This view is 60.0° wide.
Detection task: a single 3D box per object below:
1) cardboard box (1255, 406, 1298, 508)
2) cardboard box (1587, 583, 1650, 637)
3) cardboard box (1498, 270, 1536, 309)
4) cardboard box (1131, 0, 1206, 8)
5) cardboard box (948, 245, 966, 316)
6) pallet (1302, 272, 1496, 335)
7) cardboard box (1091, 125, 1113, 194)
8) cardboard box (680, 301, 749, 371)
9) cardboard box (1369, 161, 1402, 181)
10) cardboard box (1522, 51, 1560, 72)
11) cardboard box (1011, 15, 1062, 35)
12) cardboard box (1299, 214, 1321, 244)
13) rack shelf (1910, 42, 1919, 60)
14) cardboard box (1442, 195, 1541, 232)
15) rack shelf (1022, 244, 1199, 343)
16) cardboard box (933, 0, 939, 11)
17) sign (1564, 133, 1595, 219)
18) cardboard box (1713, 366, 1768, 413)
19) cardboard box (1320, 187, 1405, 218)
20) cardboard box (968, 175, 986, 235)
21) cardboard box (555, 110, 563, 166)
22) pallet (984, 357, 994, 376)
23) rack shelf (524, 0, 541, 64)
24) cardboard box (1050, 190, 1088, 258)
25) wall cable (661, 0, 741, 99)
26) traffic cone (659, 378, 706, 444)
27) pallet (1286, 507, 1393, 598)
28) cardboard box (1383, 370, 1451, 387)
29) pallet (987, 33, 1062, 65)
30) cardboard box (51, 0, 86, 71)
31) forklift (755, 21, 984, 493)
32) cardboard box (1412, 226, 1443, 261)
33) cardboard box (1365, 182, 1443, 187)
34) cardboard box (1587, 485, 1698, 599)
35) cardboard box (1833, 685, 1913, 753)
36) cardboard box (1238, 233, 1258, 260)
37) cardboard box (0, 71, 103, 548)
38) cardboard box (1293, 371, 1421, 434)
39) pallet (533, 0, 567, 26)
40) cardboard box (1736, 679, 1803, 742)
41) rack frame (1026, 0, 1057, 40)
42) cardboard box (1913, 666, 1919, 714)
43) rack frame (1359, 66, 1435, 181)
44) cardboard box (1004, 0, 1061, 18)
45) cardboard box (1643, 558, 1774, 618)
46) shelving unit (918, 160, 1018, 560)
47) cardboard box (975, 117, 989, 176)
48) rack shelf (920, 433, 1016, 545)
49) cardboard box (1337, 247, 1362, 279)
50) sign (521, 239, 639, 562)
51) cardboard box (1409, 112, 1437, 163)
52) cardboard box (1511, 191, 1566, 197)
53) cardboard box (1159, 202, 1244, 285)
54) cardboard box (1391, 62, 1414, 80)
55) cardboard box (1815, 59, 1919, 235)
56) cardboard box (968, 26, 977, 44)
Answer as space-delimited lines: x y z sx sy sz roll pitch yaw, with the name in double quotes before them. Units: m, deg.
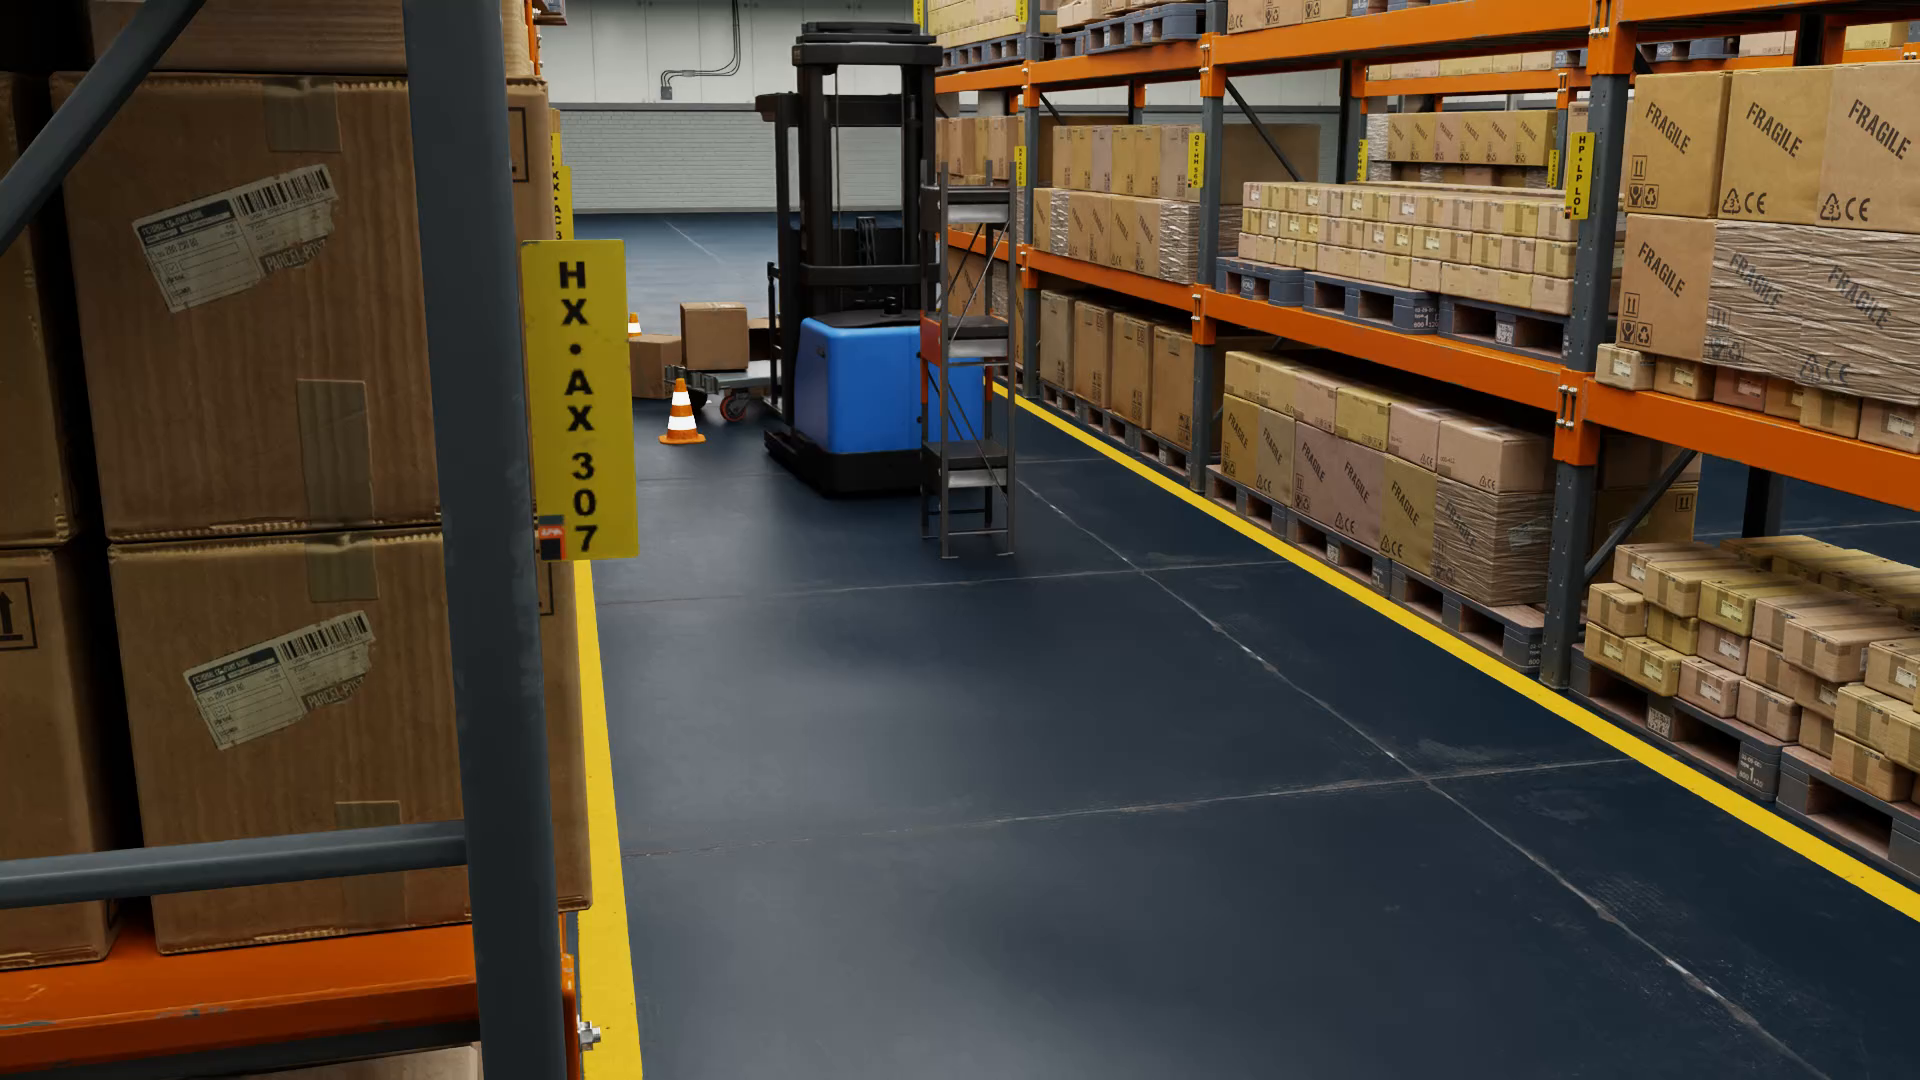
"cardboard box" 2.025 -0.491 9.498 0.500 0.500 0.500 -3 14 -13
"cardboard box" 2.699 0.266 6.512 0.380 0.149 0.250 -3 14 -11
"cardboard box" 2.577 -1.094 7.229 0.380 0.149 0.250 -3 14 -13
"cardboard box" 1.448 -3.685 10.963 0.500 0.311 0.500 -3 14 -13
"cardboard box" 0.330 -2.659 17.582 0.875 0.875 0.875 -3 14 -13
"pallet" 2.490 -1.247 8.614 1.003 0.211 1.213 -3 14 -13
"cardboard box" 1.409 -2.902 12.668 0.700 0.500 0.500 -3 14 -13
"cardboard box" -2.019 -1.678 13.645 0.500 0.500 0.500 -3 14 -13
"cardboard box" 5.054 -3.958 18.469 0.875 0.500 0.500 -3 14 -13
"cardboard box" 5.530 -4.445 15.297 0.500 0.250 0.500 -3 14 -11
"cardboard box" 0.650 -4.371 14.111 0.380 0.149 0.250 -3 14 -13
"cardboard box" 2.095 -1.716 9.149 0.380 0.149 0.250 -3 14 -13
"rack shelf" 7.300 -2.694 9.328 1.077 0.370 4.000 -3 14 -13
"cardboard box" 2.456 -1.506 7.664 0.380 0.149 0.250 -3 14 -13
"rack shelf" 1.516 -1.906 12.425 1.077 0.370 4.000 -3 14 -13
"cardboard box" -0.066 -5.462 16.898 0.380 0.149 0.250 -3 14 -13
"sign" 2.386 -1.402 6.407 0.100 0.325 0.005 -3 14 -13
"cardboard box" 2.920 -0.552 5.895 0.380 0.149 0.250 -4 14 -16
"cardboard box" 2.152 -1.806 8.889 0.380 0.149 0.250 -3 14 -11
"cardboard box" 0.562 -3.248 16.085 0.875 0.550 0.500 -3 14 -13
"cardboard box" -4.018 -3.685 15.244 0.700 0.500 0.500 -3 14 -14
"pallet" 0.653 -1.824 16.449 1.003 0.211 1.213 -3 14 -13
"rack shelf" -1.393 -1.219 3.290 1.077 0.370 4.000 -3 14 -13
"cardboard box" 1.027 -2.513 13.182 0.500 0.500 0.500 -3 14 -13
"wall cable" -7.438 -15.618 47.228 2.305 6.003 0.169 -3 14 -13
"traffic cone" -2.090 -0.978 12.453 0.336 0.463 0.334 -3 14 -13
"pallet" 2.451 0.022 8.894 1.003 0.211 1.213 -3 14 -13
"cardboard box" 2.634 -0.771 9.065 0.500 0.250 0.500 -3 14 -12
"pallet" 0.864 -4.320 14.658 1.003 0.211 1.213 -3 14 -13
"cardboard box" -1.285 -0.628 1.992 0.380 0.149 0.250 -3 14 -12
"forklift" -0.775 -2.029 11.555 1.130 2.935 3.031 -4 14 -18
"cardboard box" 2.393 -1.420 7.936 0.380 0.149 0.250 -4 14 -16
"cardboard box" 2.603 -2.020 9.765 0.380 0.149 0.250 -3 14 -14
"cardboard box" 3.009 -0.047 7.679 0.500 0.500 0.500 -3 14 -11
"cardboard box" 3.038 0.563 5.298 0.380 0.149 0.250 -3 14 -14
"cardboard box" 1.894 -1.762 9.963 0.380 0.149 0.250 -3 14 -14
"cardboard box" -1.268 -0.282 1.943 0.500 0.500 0.500 -3 14 -11
"cardboard box" 2.135 -0.744 8.954 0.500 0.250 0.500 -3 14 -13
"pallet" -2.600 -2.715 8.297 1.213 0.211 1.003 -3 14 -11
"cardboard box" 2.978 0.583 5.843 0.380 0.149 0.250 -4 14 -14
"rack frame" 1.046 -5.631 13.516 1.000 3.000 0.127 -3 14 -13
"cardboard box" 3.147 0.473 5.038 0.380 0.149 0.250 -3 14 -13
"rack frame" 4.952 -3.893 19.041 1.000 3.000 0.127 -3 14 -13
"cardboard box" 0.681 -4.598 14.199 0.500 0.250 0.500 -3 14 -14
"cardboard box" 2.811 0.178 6.246 0.380 0.149 0.250 -3 14 -10
"shelving unit" 0.039 -0.982 9.022 0.431 2.100 0.503 -3 14 -13
"cardboard box" 0.625 -3.776 15.971 0.875 0.550 0.500 -3 14 -13
"rack shelf" 0.039 -0.289 9.191 0.431 0.518 0.480 -3 14 -13
"cardboard box" 2.208 -1.456 8.711 0.380 0.149 0.250 -3 14 -12
"sign" -0.383 -0.138 1.681 0.100 0.325 0.005 -3 14 -13
"cardboard box" 5.045 -4.199 17.349 0.500 0.500 0.500 -3 14 -13
"cardboard box" 2.975 -1.657 8.281 0.380 0.149 0.250 -3 14 -11
"cardboard box" 1.619 -1.932 10.803 0.500 0.500 0.500 -3 14 -13
"cardboard box" 4.941 -5.033 17.704 0.500 0.250 0.500 -4 14 -14
"cardboard box" 3.019 -1.196 5.058 0.500 0.500 0.500 -3 14 -12
"cardboard box" 0.290 -4.723 15.552 0.380 0.149 0.250 -3 14 -13
